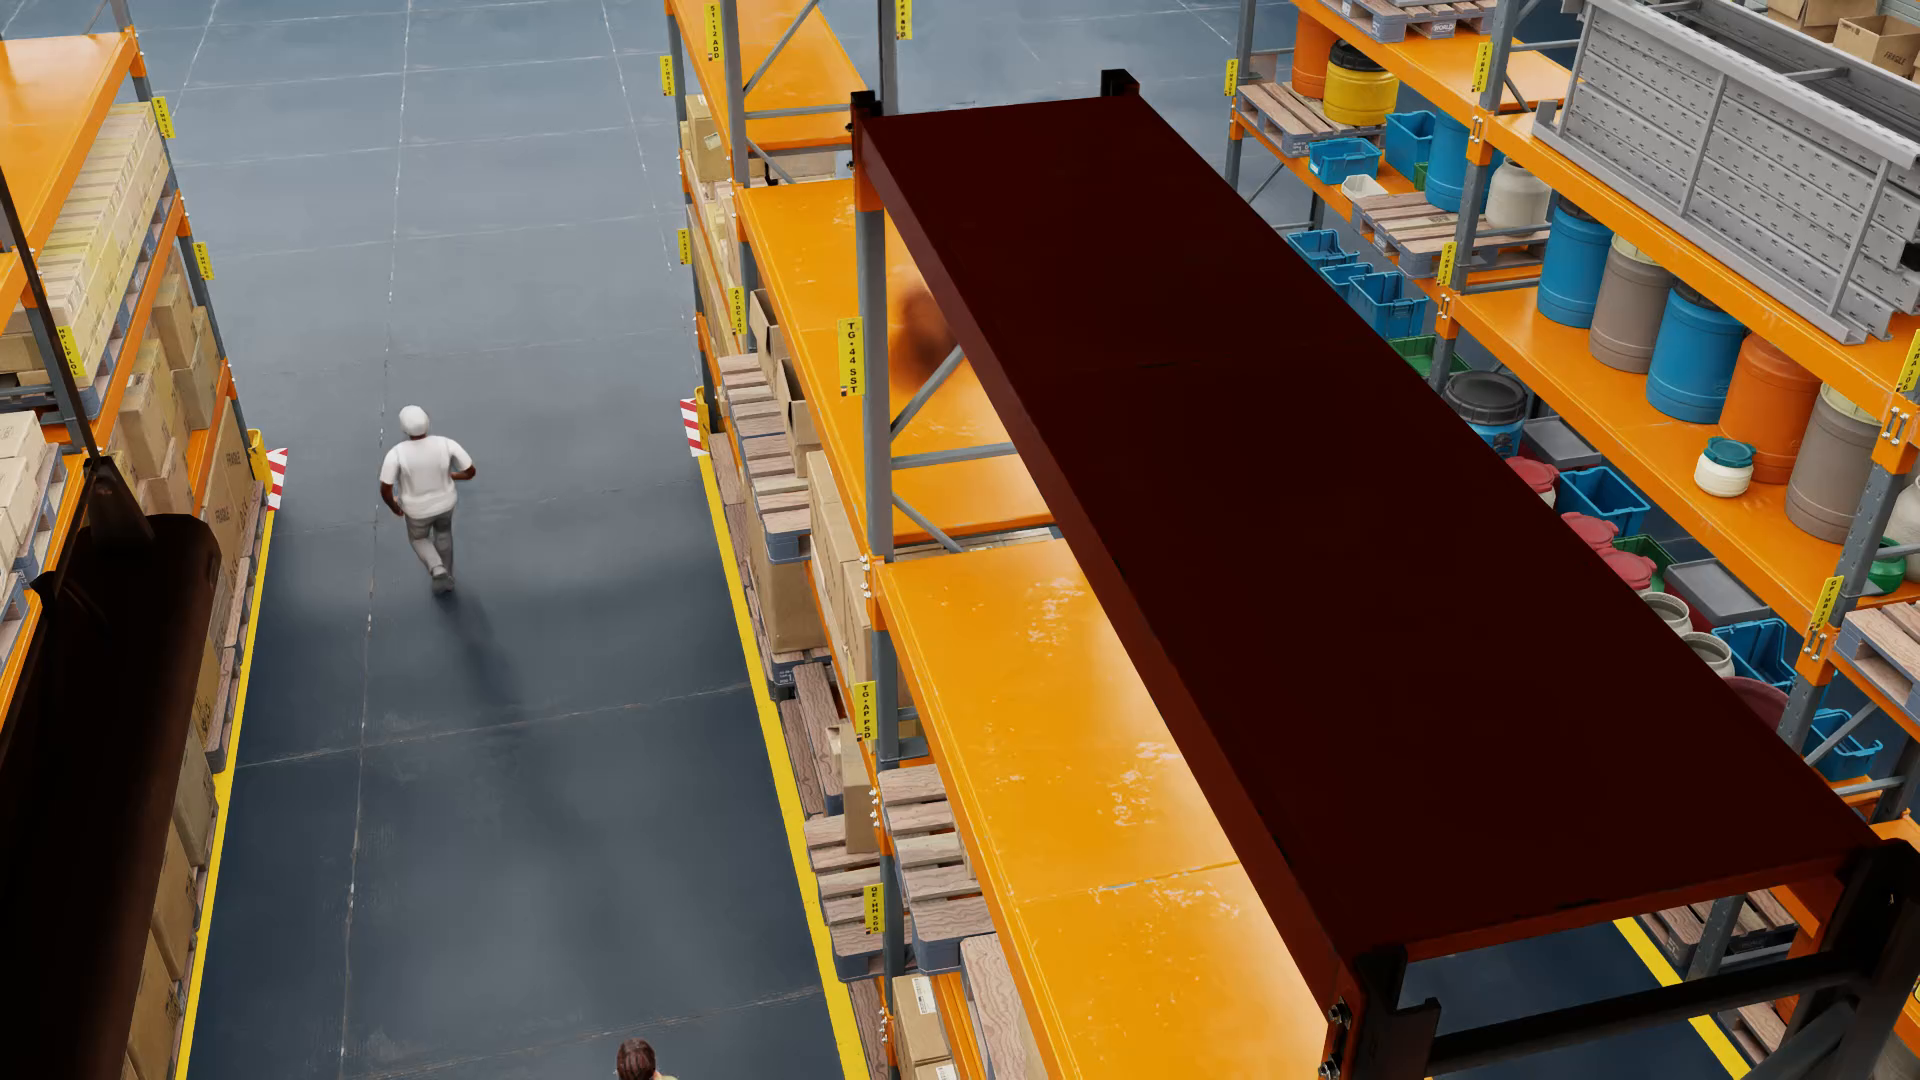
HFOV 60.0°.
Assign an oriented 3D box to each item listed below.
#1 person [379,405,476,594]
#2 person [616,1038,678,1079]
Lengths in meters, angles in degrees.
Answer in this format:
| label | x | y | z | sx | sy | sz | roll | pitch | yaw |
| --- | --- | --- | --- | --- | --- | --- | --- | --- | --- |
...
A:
| label | x | y | z | sx | sy | sz | roll | pitch | yaw |
| --- | --- | --- | --- | --- | --- | --- | --- | --- | --- |
| person | -4.121 | -0.269 | 12.985 | 0.731 | 1.719 | 0.659 | -19 | 39 | -25 |
| person | -1.479 | 3.091 | 8.092 | 0.529 | 1.696 | 0.887 | -8 | 35 | -12 |
